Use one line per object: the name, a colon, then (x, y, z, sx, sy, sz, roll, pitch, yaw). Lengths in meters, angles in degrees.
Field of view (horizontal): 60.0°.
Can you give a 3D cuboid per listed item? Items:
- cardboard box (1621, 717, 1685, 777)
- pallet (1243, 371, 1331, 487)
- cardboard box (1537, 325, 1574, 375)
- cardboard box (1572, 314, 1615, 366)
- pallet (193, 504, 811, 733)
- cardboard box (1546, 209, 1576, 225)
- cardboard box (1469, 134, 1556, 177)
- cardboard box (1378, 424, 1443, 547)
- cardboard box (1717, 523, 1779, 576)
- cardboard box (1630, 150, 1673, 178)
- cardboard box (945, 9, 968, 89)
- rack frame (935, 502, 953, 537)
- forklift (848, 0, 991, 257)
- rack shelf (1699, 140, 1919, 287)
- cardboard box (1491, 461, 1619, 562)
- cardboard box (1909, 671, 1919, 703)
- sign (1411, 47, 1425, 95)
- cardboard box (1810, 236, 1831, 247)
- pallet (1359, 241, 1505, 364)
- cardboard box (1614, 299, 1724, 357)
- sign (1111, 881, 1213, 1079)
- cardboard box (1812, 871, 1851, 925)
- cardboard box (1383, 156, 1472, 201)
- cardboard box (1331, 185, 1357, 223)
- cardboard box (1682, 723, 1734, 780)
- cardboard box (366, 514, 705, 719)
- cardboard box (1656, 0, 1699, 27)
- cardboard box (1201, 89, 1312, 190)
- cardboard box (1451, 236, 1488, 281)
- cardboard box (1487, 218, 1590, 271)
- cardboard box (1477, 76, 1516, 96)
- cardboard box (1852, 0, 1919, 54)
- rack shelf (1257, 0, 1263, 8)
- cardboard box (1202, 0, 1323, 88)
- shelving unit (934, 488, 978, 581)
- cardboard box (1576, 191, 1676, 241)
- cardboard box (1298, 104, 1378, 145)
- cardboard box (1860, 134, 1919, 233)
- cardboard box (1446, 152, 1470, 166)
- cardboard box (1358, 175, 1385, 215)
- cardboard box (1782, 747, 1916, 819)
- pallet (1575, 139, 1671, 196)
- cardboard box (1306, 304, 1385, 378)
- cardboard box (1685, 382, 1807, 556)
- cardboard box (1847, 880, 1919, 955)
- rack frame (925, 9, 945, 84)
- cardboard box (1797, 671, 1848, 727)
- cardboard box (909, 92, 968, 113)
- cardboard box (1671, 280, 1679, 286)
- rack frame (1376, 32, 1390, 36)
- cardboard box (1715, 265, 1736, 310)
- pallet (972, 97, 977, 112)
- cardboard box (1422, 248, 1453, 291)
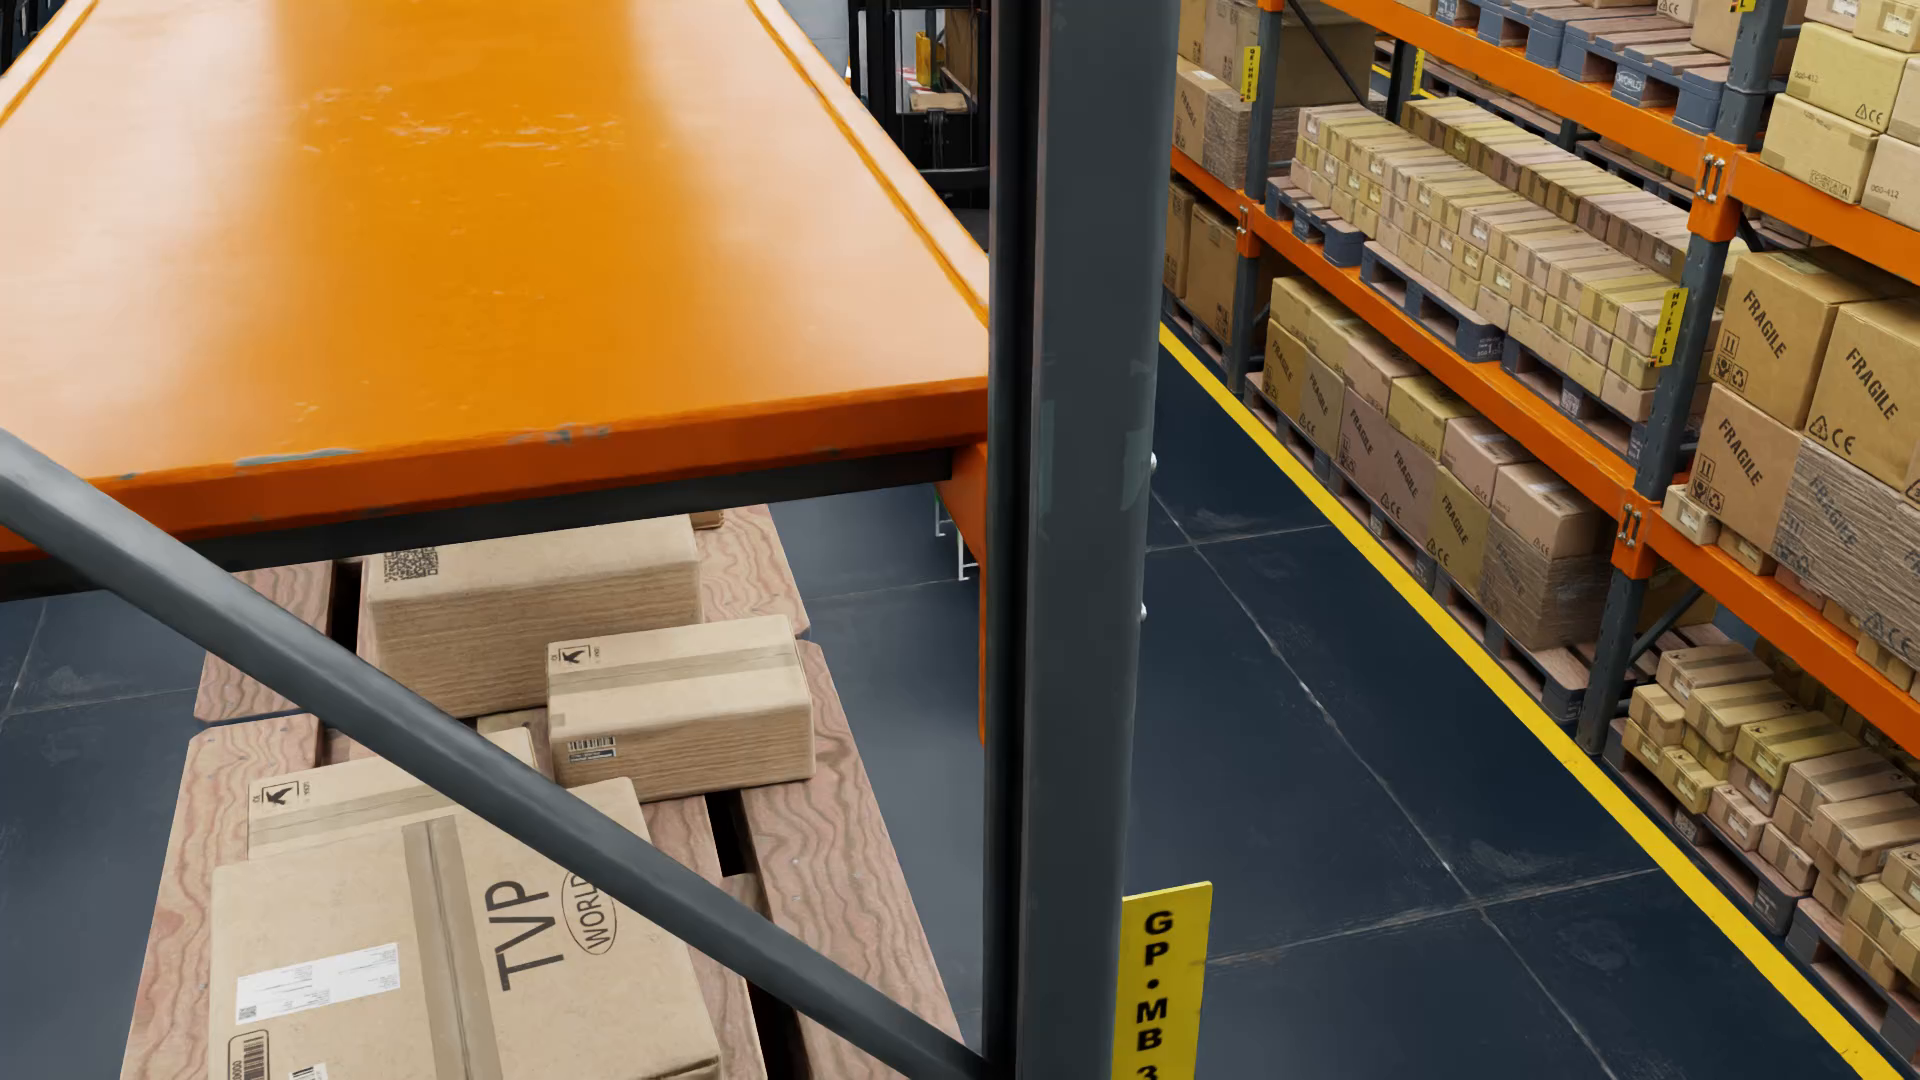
cardboard box: (3.108, 0.862, 7.193, 0.380, 0.149, 0.250, -9, 31, -15)
pallet: (2.466, -0.756, 10.345, 1.003, 0.211, 1.213, -8, 31, -13)
cardboard box: (2.891, -0.893, 7.630, 0.380, 0.149, 0.250, -8, 31, -13)
cardboard box: (2.954, -0.903, 7.351, 0.380, 0.149, 0.250, -8, 31, -13)
pallet: (-0.897, 0.023, 3.310, 1.003, 0.211, 1.213, -8, 31, -13)
cardboard box: (3.243, -1.617, 8.584, 0.380, 0.149, 0.250, -8, 31, -14)
cardboard box: (3.040, -2.119, 9.154, 0.380, 0.149, 0.250, -7, 31, -12)
cardboard box: (2.614, -0.329, 8.899, 0.500, 0.500, 0.500, -9, 31, -14)
cardboard box: (3.221, -0.005, 6.514, 0.380, 0.149, 0.250, -7, 31, -12)
cardboard box: (6.258, -3.459, 14.289, 0.700, 0.500, 0.500, -8, 31, -14)
cardboard box: (0.380, -5.148, 16.851, 0.875, 0.875, 0.875, -8, 31, -13)
rack frame: (-0.021, -0.557, 9.015, 0.240, 1.200, 0.015, -8, 31, -13)
forklift: (-0.182, -2.794, 11.151, 1.130, 2.935, 3.031, -2, 30, -3)
rack shelf: (3.852, -0.430, 4.722, 1.077, 0.370, 4.000, -8, 31, -13)
cardboard box: (2.880, -0.159, 7.858, 0.500, 0.250, 0.500, -9, 31, -15)
cardboard box: (3.477, 0.510, 5.625, 0.380, 0.149, 0.250, -7, 31, -11)
sign: (2.780, -2.884, 10.162, 0.100, 0.325, 0.005, -8, 31, -13)
cardboard box: (6.871, -2.381, 12.425, 0.700, 0.500, 0.500, -9, 31, -16)
pallet: (2.825, -1.307, 8.705, 1.003, 0.211, 1.213, -8, 31, -13)
cardboard box: (3.027, -0.907, 7.060, 0.380, 0.149, 0.250, -6, 31, -11)
sign: (0.174, 0.449, 1.535, 0.100, 0.325, 0.005, -8, 31, -13)
cardboard box: (3.516, 1.345, 6.359, 0.380, 0.149, 0.250, -9, 31, -15)
cardboard box: (2.474, -1.915, 8.802, 0.380, 0.149, 0.250, -6, 31, -11)
cardboard box: (2.327, -1.911, 9.388, 0.380, 0.149, 0.250, -6, 31, -11)
cardboard box: (3.263, 0.843, 6.930, 0.380, 0.149, 0.250, -8, 31, -13)
cardboard box: (-0.712, 0.016, 2.804, 0.500, 0.311, 0.500, -7, 31, -12)
cardboard box: (3.290, -2.303, 6.910, 0.500, 0.311, 0.500, -8, 31, -14)
cardboard box: (1.881, -2.566, 10.588, 0.500, 0.500, 0.500, -8, 31, -13)
cardboard box: (2.672, -1.412, 8.231, 0.380, 0.149, 0.250, -8, 31, -13)
cardboard box: (2.756, -1.408, 7.925, 0.380, 0.149, 0.250, -9, 31, -15)
cardboard box: (5.539, -4.747, 16.532, 0.500, 0.500, 0.500, -11, 32, -18)
cardboard box: (3.205, -1.722, 5.489, 0.380, 0.149, 0.250, -9, 31, -15)
rack shelf: (1.729, -4.293, 11.397, 1.077, 0.370, 4.000, -8, 31, -13)
cardboard box: (2.015, -3.279, 10.822, 0.700, 0.500, 0.500, -8, 31, -14)
shelving unit: (0.044, -0.439, 8.811, 0.258, 1.200, 0.503, -8, 31, -13)
cardboard box: (3.316, -1.615, 8.283, 0.380, 0.149, 0.250, -7, 31, -11)
cardboard box: (2.197, -2.420, 9.674, 0.380, 0.149, 0.250, -8, 31, -13)
cardboard box: (3.332, -1.143, 5.385, 0.500, 0.250, 0.500, -8, 31, -14)
cardboard box: (2.975, -2.109, 9.434, 0.380, 0.149, 0.250, -7, 31, -12)
cardboard box: (2.410, -1.901, 9.075, 0.380, 0.149, 0.250, -8, 31, -13)
cardboard box: (3.435, 0.959, 6.431, 0.380, 0.149, 0.250, -9, 31, -15)
pallet: (6.215, -3.300, 14.741, 1.003, 0.211, 1.213, -8, 31, -13)
cardboard box: (2.344, -1.155, 9.578, 0.500, 0.250, 0.500, -8, 31, -14)
cardboard box: (3.210, -0.308, 6.391, 0.500, 0.500, 0.500, -8, 31, -14)
cardboard box: (3.487, 1.353, 6.049, 0.380, 0.149, 0.250, -8, 31, -14)
rack frame: (0.136, -6.204, 16.975, 1.000, 3.000, 0.127, -8, 31, -13)
cardboard box: (3.773, 0.641, 6.980, 0.380, 0.149, 0.250, -7, 31, -13)
cardboard box: (-0.203, -3.805, 15.322, 0.500, 0.500, 0.500, -3, 30, -5)
cardboard box: (3.521, -1.111, 7.710, 0.380, 0.149, 0.250, -7, 31, -12)
rack frame: (4.945, -6.815, 18.030, 1.000, 3.000, 0.127, -8, 31, -13)
cardboard box: (3.580, -1.124, 7.436, 0.380, 0.149, 0.250, -7, 31, -12)
pallet: (0.744, -4.034, 16.008, 1.003, 0.211, 1.213, -8, 31, -13)
cardboard box: (2.605, -1.405, 8.514, 0.380, 0.149, 0.250, -9, 31, -15)
